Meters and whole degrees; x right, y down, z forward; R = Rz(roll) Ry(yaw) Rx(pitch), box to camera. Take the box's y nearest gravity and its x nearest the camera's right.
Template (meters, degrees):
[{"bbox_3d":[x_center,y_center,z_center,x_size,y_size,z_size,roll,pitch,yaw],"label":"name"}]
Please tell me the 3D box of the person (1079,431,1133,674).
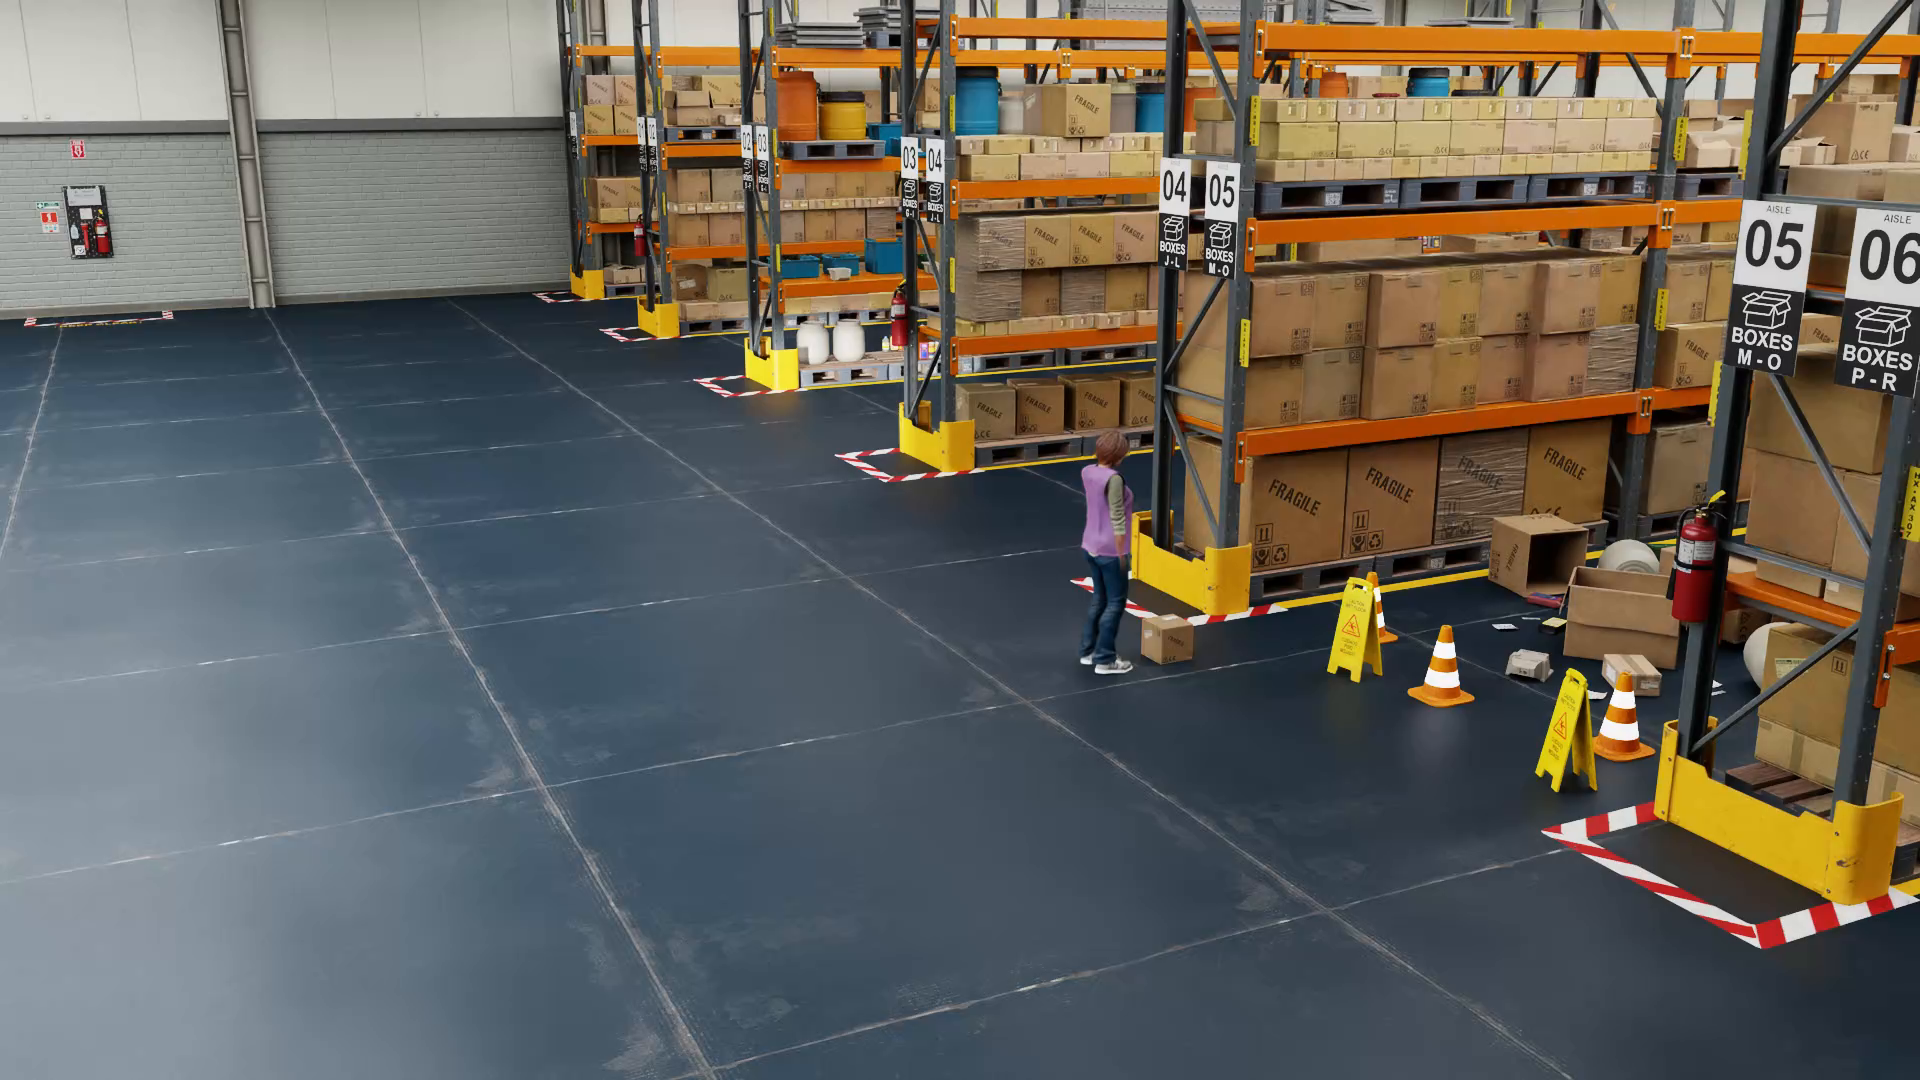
[{"bbox_3d":[0.943,0.081,10.795,0.299,1.580,0.408,-7,17,-24],"label":"person"}]
